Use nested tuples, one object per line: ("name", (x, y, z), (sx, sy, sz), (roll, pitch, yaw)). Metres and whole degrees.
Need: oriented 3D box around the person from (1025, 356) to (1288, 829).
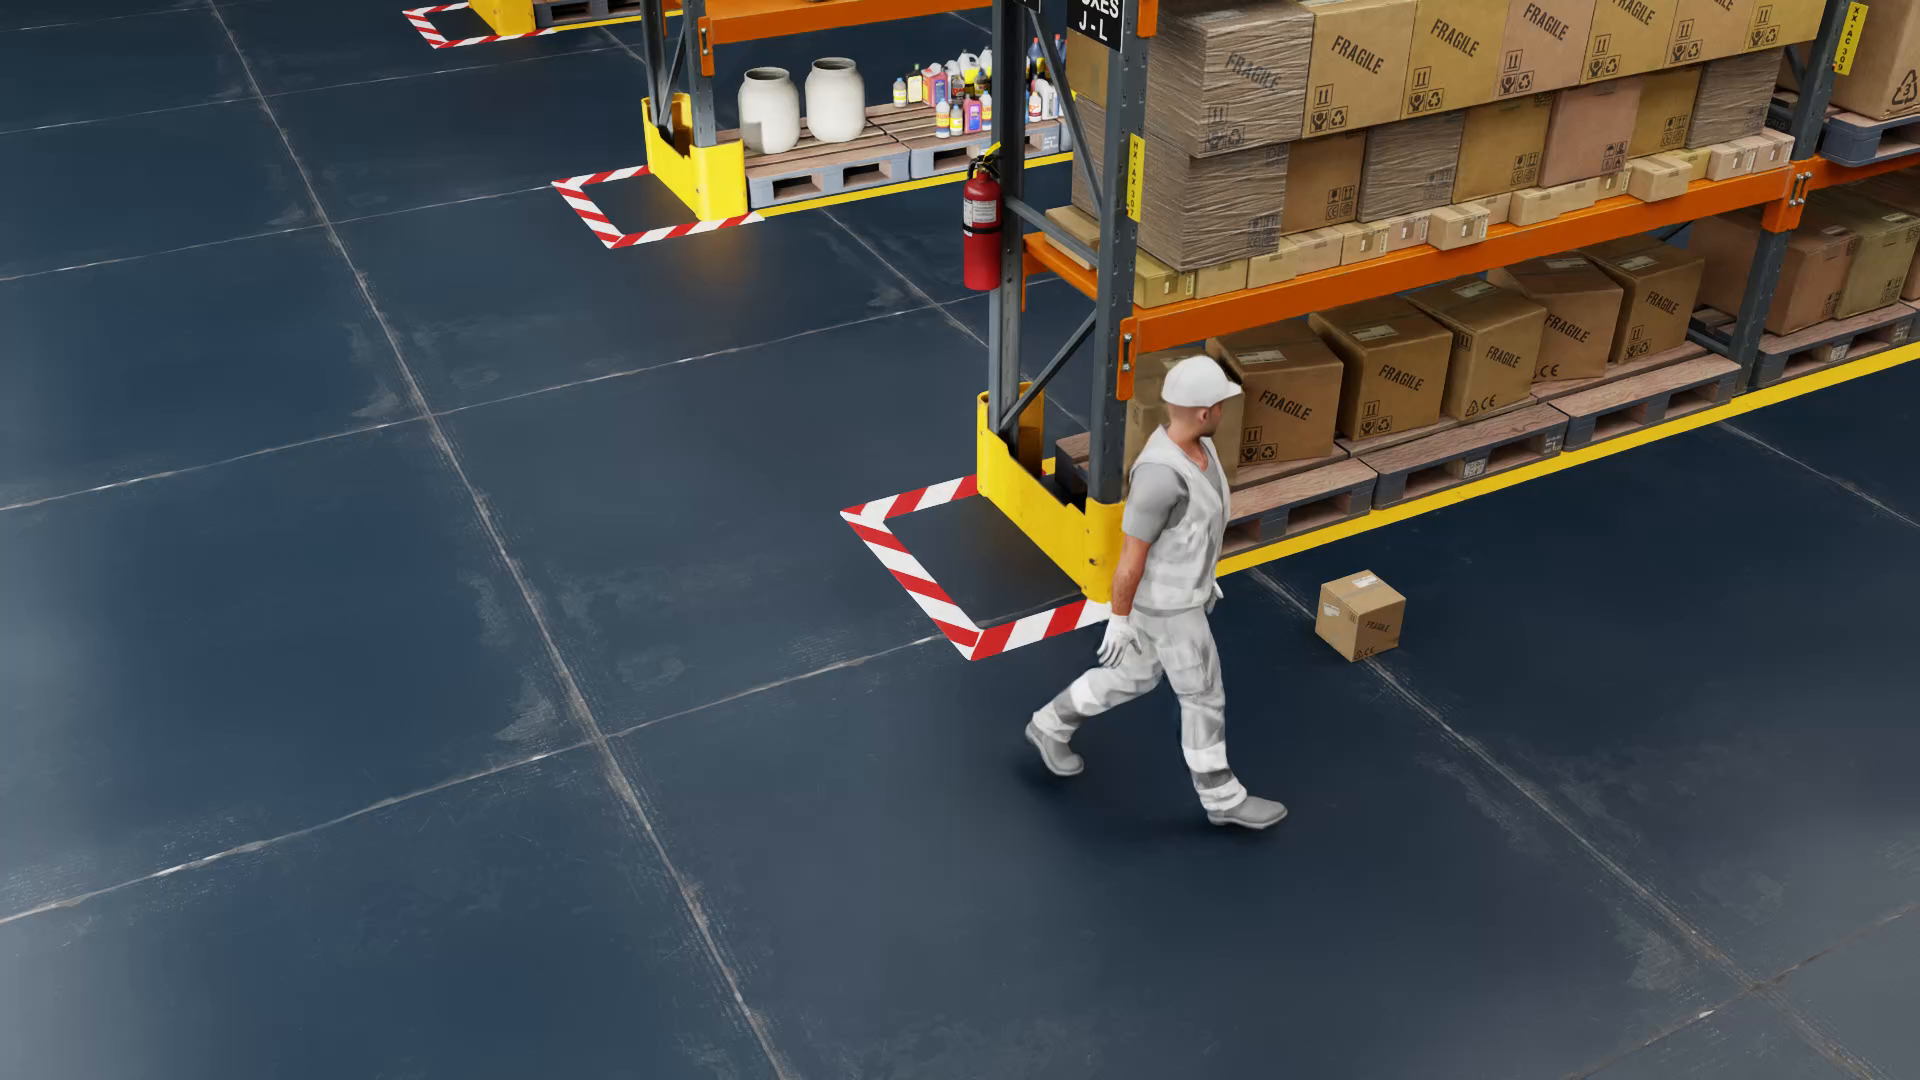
("person", (0.742, 0.185, 5.863), (1.024, 1.734, 0.628), (9, 34, 13))
